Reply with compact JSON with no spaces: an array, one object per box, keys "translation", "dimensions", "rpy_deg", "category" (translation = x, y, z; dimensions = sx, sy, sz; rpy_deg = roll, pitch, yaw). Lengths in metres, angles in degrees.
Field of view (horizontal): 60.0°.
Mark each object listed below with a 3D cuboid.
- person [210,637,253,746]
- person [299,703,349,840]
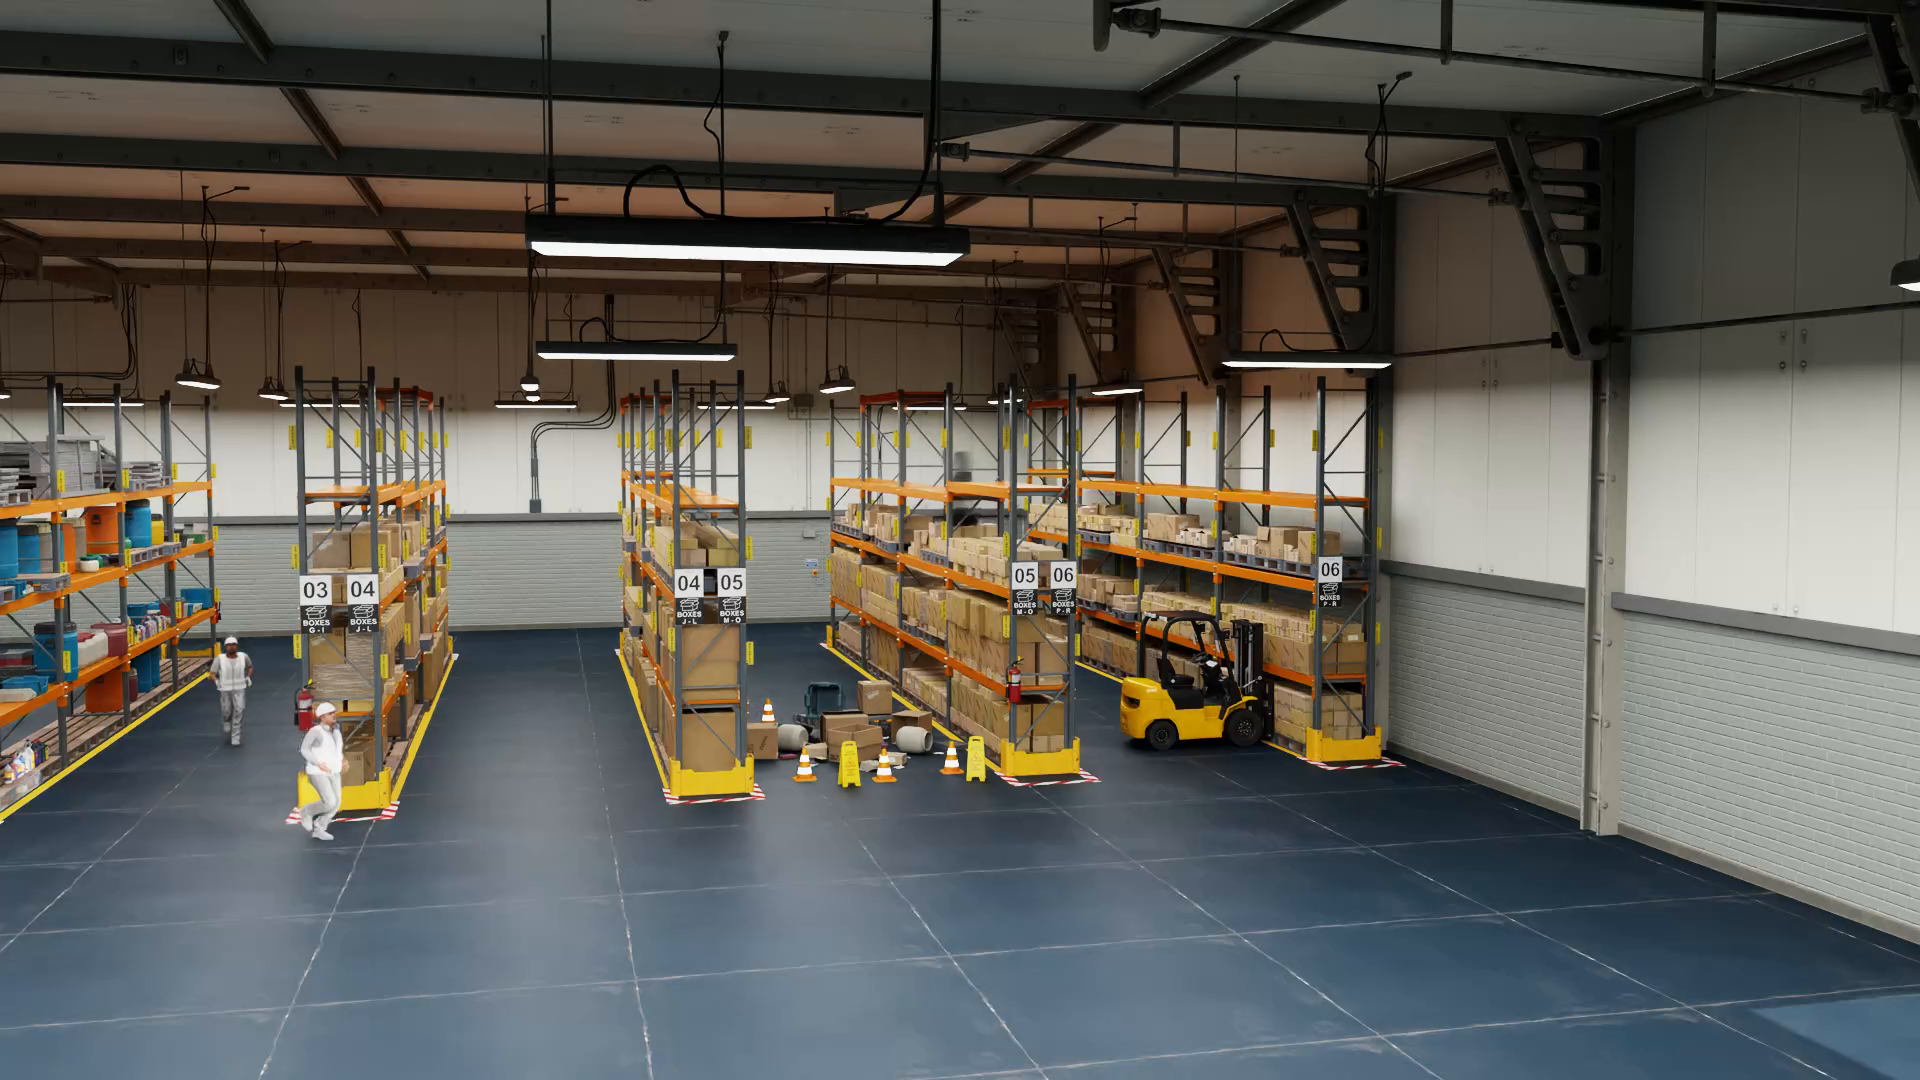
[{"translation":[-12.052,2.485,27.534],"dimensions":[0.668,1.765,0.849],"rpy_deg":[-2,4,-30],"category":"person"},{"translation":[-8.016,2.905,20.955],"dimensions":[0.566,1.720,0.642],"rpy_deg":[1,4,21],"category":"person"}]
